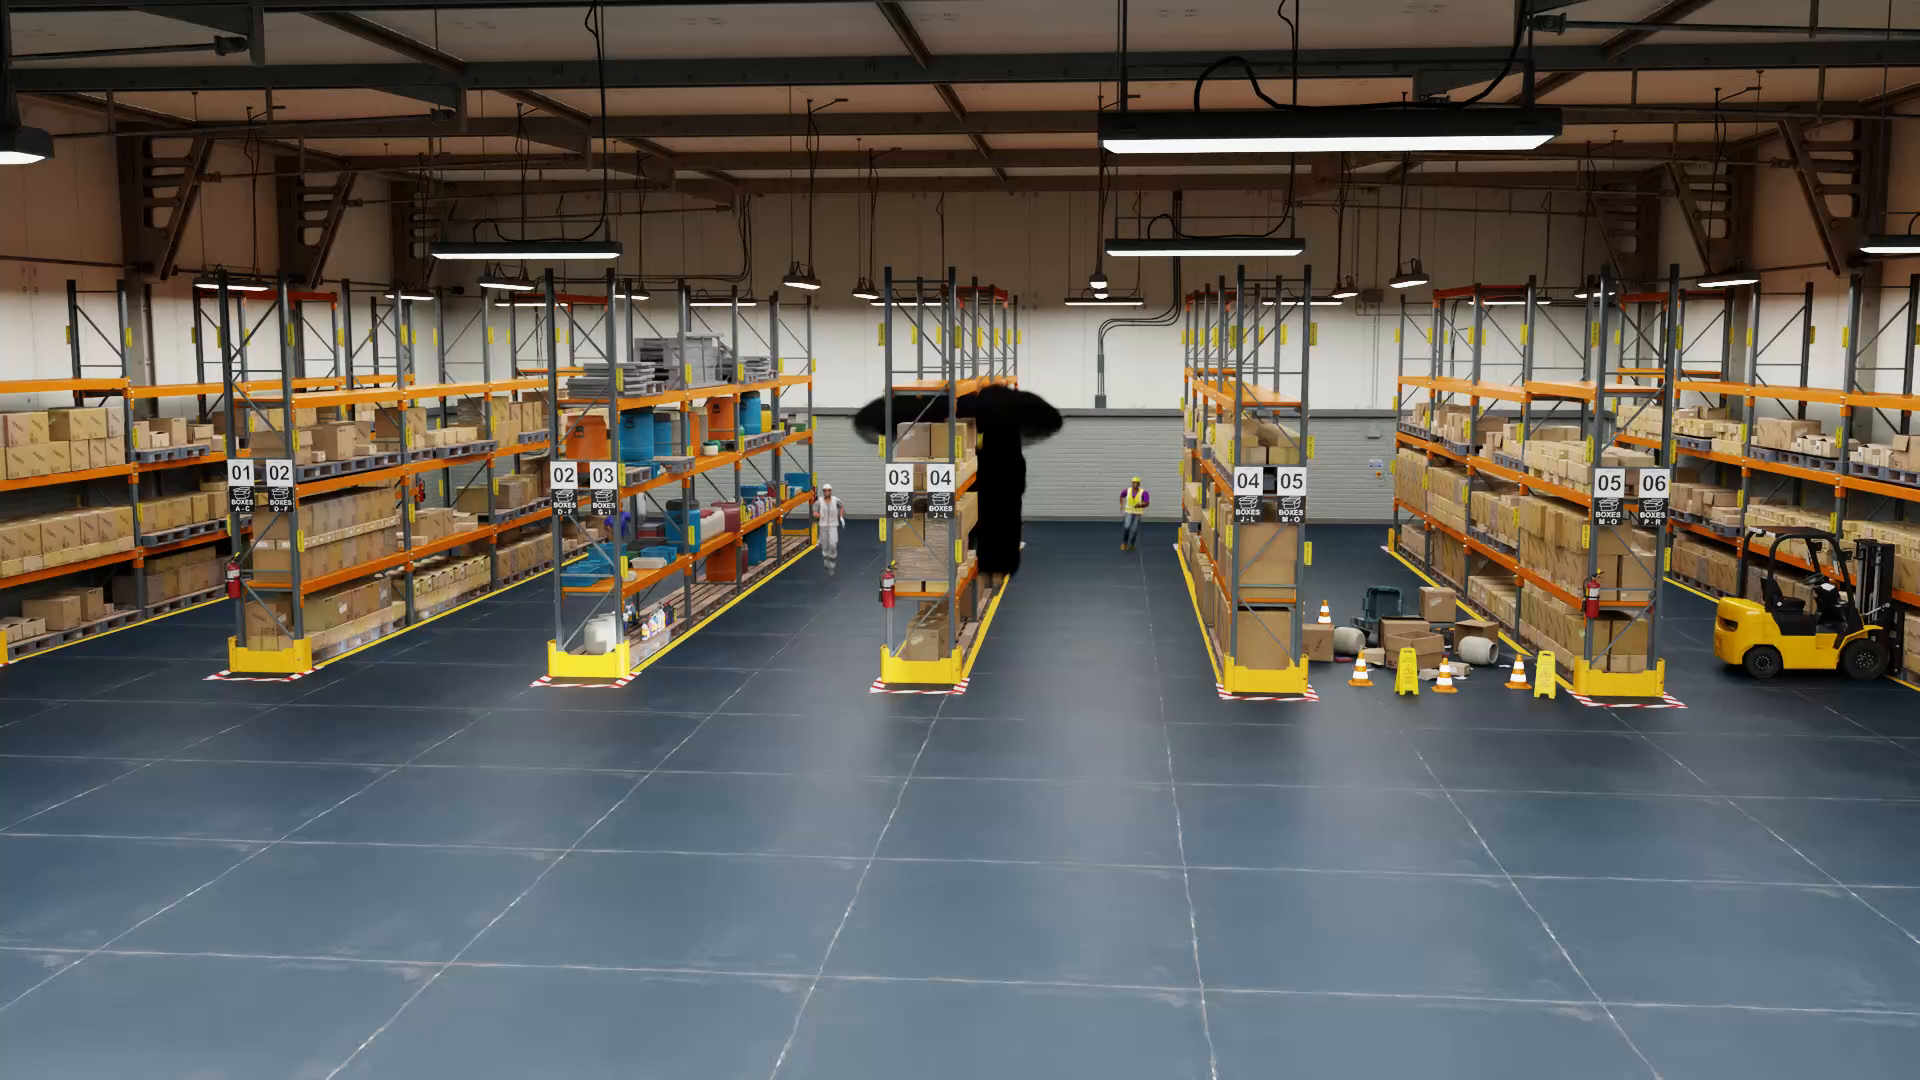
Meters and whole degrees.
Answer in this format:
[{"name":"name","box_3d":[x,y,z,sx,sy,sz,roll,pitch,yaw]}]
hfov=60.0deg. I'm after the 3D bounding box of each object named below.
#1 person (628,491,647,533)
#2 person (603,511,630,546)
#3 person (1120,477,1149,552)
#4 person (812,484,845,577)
[{"name":"person","box_3d":[-8.187,-0.967,42.058,0.629,1.833,0.855,-3,8,-25]},{"name":"person","box_3d":[-6.525,0.079,31.816,0.521,1.752,0.820,2,7,14]},{"name":"person","box_3d":[4.094,-0.604,39.063,0.710,1.761,0.637,1,7,9]},{"name":"person","box_3d":[-2.661,-0.202,33.673,0.638,1.884,0.824,0,7,-2]}]
